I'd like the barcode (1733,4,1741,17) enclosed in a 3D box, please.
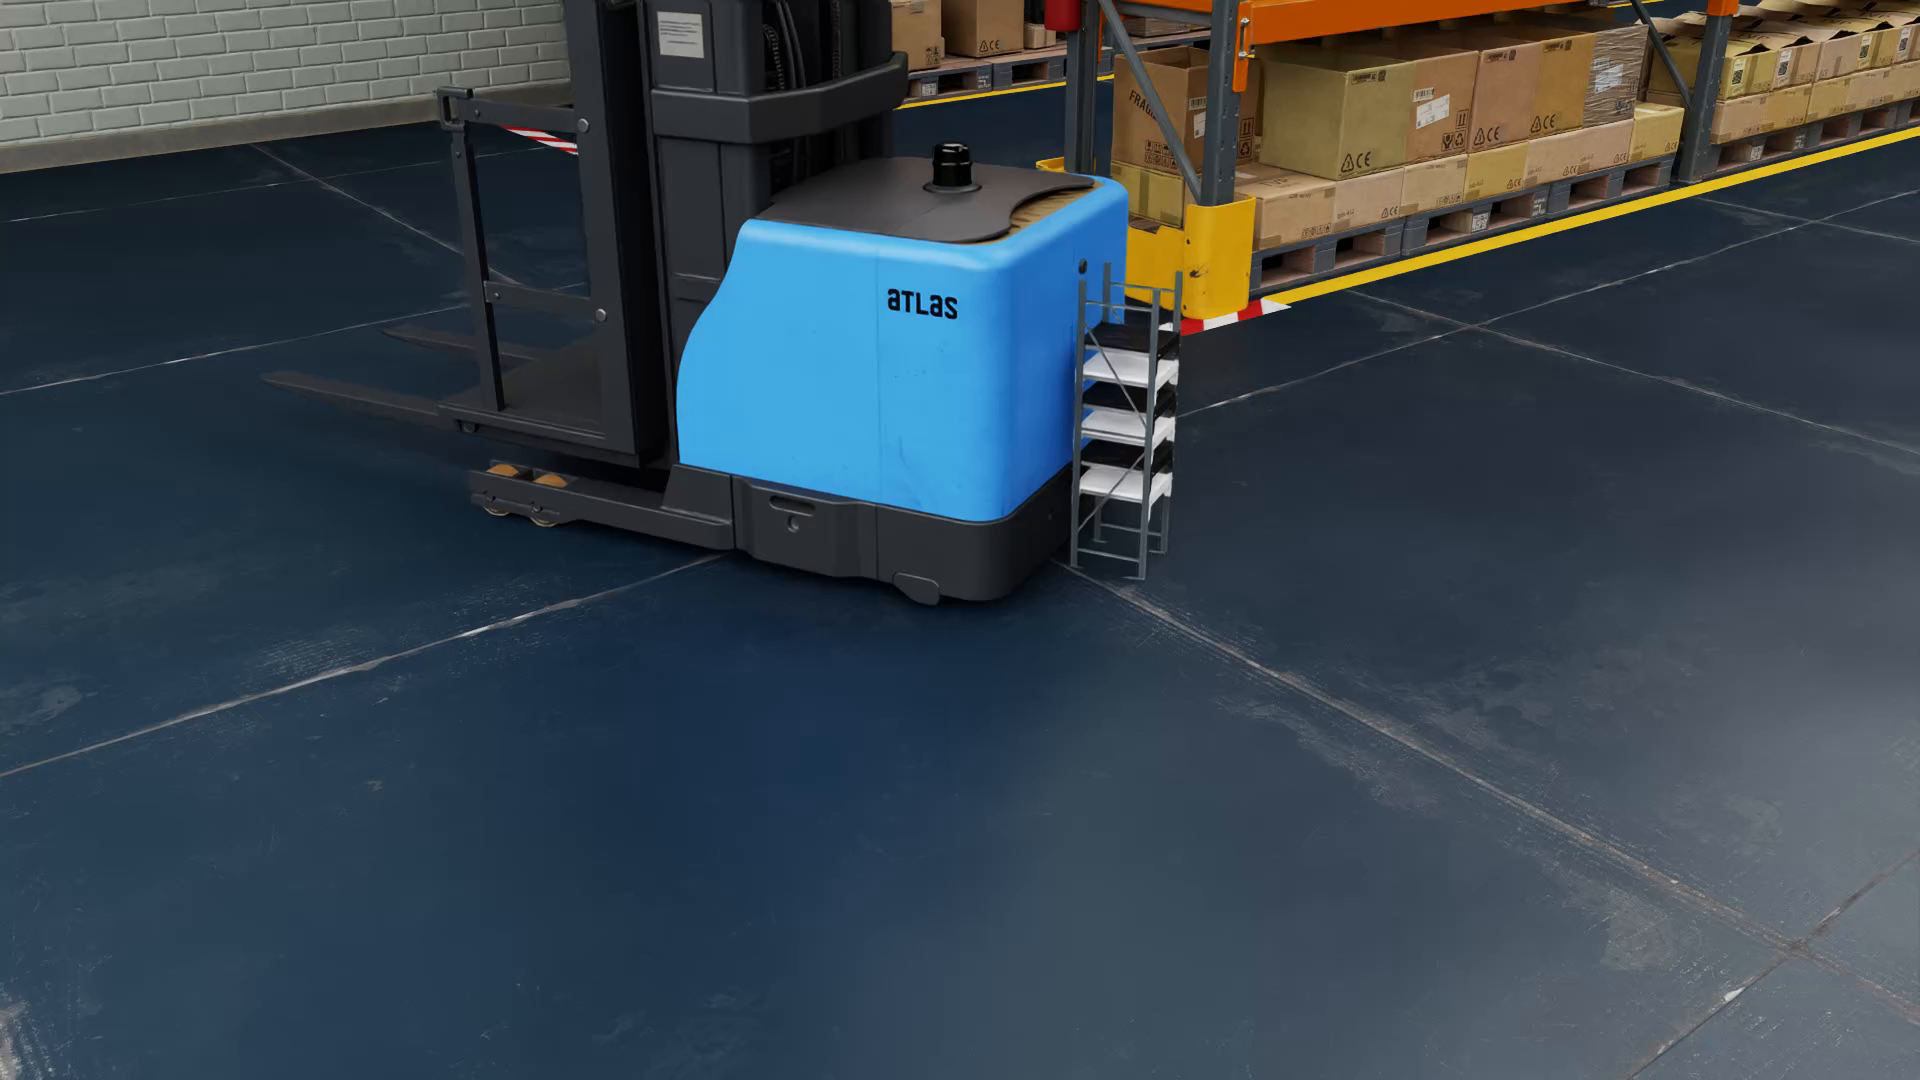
[{"bbox_3d":[4.456,-3.036,9.535,0.075,0.075,0.001,-18,31,-34],"label":"barcode"}]

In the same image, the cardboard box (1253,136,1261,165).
[{"bbox_3d":[1.477,-1.882,8.509,0.500,0.250,0.500,-18,31,-34],"label":"cardboard box"}]

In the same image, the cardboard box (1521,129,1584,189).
[{"bbox_3d":[2.985,-2.096,8.970,0.500,0.250,0.500,-18,31,-34],"label":"cardboard box"}]

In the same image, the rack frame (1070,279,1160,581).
[{"bbox_3d":[0.446,-0.306,4.841,0.240,0.900,0.006,11,27,22],"label":"rack frame"}]

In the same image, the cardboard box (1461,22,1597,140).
[{"bbox_3d":[2.977,-2.440,8.821,0.500,0.500,0.500,-18,31,-34],"label":"cardboard box"}]

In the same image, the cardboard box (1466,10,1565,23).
[{"bbox_3d":[3.052,-2.741,9.469,0.500,0.500,0.500,-18,31,-34],"label":"cardboard box"}]

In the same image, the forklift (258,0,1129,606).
[{"bbox_3d":[-1.023,-1.556,5.121,3.031,2.935,1.130,12,27,24],"label":"forklift"}]

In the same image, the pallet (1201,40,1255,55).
[{"bbox_3d":[2.511,-4.503,14.702,1.213,0.211,1.003,-18,31,-34],"label":"pallet"}]

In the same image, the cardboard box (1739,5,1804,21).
[{"bbox_3d":[5.338,-3.400,11.114,0.500,0.311,0.500,-19,31,-35],"label":"cardboard box"}]

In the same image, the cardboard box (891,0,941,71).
[{"bbox_3d":[-0.552,-3.745,12.203,0.500,0.500,0.700,-21,32,-37],"label":"cardboard box"}]

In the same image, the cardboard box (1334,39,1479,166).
[{"bbox_3d":[2.188,-2.181,8.263,0.500,0.500,0.500,-18,31,-34],"label":"cardboard box"}]

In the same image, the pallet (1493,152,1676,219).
[{"bbox_3d":[3.347,-2.149,9.630,1.213,0.211,1.003,-18,31,-34],"label":"pallet"}]

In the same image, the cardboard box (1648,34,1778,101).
[{"bbox_3d":[4.477,-2.829,9.884,0.500,0.311,0.500,-18,30,-34],"label":"cardboard box"}]

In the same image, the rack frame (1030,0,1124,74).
[{"bbox_3d":[0.939,-5.247,12.992,0.127,3.000,1.000,-18,31,-34],"label":"rack frame"}]

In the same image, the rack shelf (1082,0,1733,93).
[{"bbox_3d":[2.425,-2.761,8.490,4.000,0.370,1.077,-18,31,-34],"label":"rack shelf"}]

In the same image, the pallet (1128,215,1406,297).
[{"bbox_3d":[1.427,-1.515,8.264,1.213,0.211,1.003,-18,31,-34],"label":"pallet"}]

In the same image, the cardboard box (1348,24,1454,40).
[{"bbox_3d":[2.261,-2.483,8.913,0.500,0.500,0.500,-18,31,-34],"label":"cardboard box"}]

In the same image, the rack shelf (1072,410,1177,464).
[{"bbox_3d":[0.488,-0.315,4.939,0.258,0.077,0.200,11,27,22],"label":"rack shelf"}]

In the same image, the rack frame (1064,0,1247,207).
[{"bbox_3d":[0.851,-2.567,7.219,0.127,3.000,1.000,-18,31,-34],"label":"rack frame"}]

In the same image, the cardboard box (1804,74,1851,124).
[{"bbox_3d":[5.278,-2.840,10.574,0.500,0.250,0.500,-19,31,-36],"label":"cardboard box"}]

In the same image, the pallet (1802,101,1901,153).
[{"bbox_3d":[5.515,-2.865,11.172,1.213,0.211,1.003,-18,31,-34],"label":"pallet"}]

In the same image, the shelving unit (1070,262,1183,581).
[{"bbox_3d":[0.488,-0.345,4.925,0.258,0.900,0.210,11,27,22],"label":"shelving unit"}]

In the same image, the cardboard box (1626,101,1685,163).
[{"bbox_3d":[3.768,-2.357,9.533,0.500,0.250,0.500,-18,31,-34],"label":"cardboard box"}]

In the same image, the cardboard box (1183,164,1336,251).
[{"bbox_3d":[1.410,-1.576,7.851,0.500,0.250,0.500,-18,31,-34],"label":"cardboard box"}]

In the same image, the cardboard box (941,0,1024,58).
[{"bbox_3d":[0.147,-4.029,12.816,0.500,0.500,0.500,-21,32,-38],"label":"cardboard box"}]

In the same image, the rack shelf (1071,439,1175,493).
[{"bbox_3d":[0.488,-0.233,4.977,0.258,0.077,0.200,11,27,22],"label":"rack shelf"}]

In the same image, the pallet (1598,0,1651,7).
[{"bbox_3d":[6.674,-5.834,17.571,1.213,0.211,1.003,-18,31,-34],"label":"pallet"}]

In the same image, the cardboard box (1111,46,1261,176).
[{"bbox_3d":[1.089,-2.089,8.064,0.500,0.500,0.500,-18,31,-34],"label":"cardboard box"}]

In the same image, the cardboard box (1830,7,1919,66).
[{"bbox_3d":[6.082,-3.358,11.024,0.500,0.311,0.500,-18,31,-34],"label":"cardboard box"}]

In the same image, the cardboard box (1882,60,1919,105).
[{"bbox_3d":[6.082,-3.107,11.148,0.500,0.250,0.500,-17,30,-33],"label":"cardboard box"}]

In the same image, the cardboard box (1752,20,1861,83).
[{"bbox_3d":[5.281,-3.092,10.451,0.500,0.311,0.500,-19,31,-36],"label":"cardboard box"}]

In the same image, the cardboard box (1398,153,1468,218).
[{"bbox_3d":[2.195,-1.837,8.413,0.500,0.250,0.500,-18,31,-34],"label":"cardboard box"}]

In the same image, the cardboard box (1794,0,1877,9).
[{"bbox_3d":[6.145,-3.665,11.686,0.500,0.311,0.500,-19,31,-35],"label":"cardboard box"}]

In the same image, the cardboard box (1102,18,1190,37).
[{"bbox_3d":[1.508,-4.509,13.849,0.500,0.500,0.700,-17,30,-32],"label":"cardboard box"}]

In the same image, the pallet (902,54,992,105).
[{"bbox_3d":[-0.529,-3.477,12.491,1.213,0.211,1.003,-18,31,-34],"label":"pallet"}]

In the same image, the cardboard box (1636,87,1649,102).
[{"bbox_3d":[4.146,-2.754,10.387,0.500,0.250,0.500,-19,31,-35],"label":"cardboard box"}]

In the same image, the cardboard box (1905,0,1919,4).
[{"bbox_3d":[6.886,-3.626,11.600,0.500,0.311,0.500,-17,30,-33],"label":"cardboard box"}]

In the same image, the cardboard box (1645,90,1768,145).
[{"bbox_3d":[4.469,-2.573,9.997,0.500,0.250,0.500,-19,31,-35],"label":"cardboard box"}]

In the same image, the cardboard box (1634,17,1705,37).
[{"bbox_3d":[4.546,-3.142,10.557,0.500,0.311,0.500,-17,30,-33],"label":"cardboard box"}]

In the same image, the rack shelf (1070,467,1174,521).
[{"bbox_3d":[0.488,-0.152,5.015,0.258,0.077,0.200,11,27,22],"label":"rack shelf"}]
